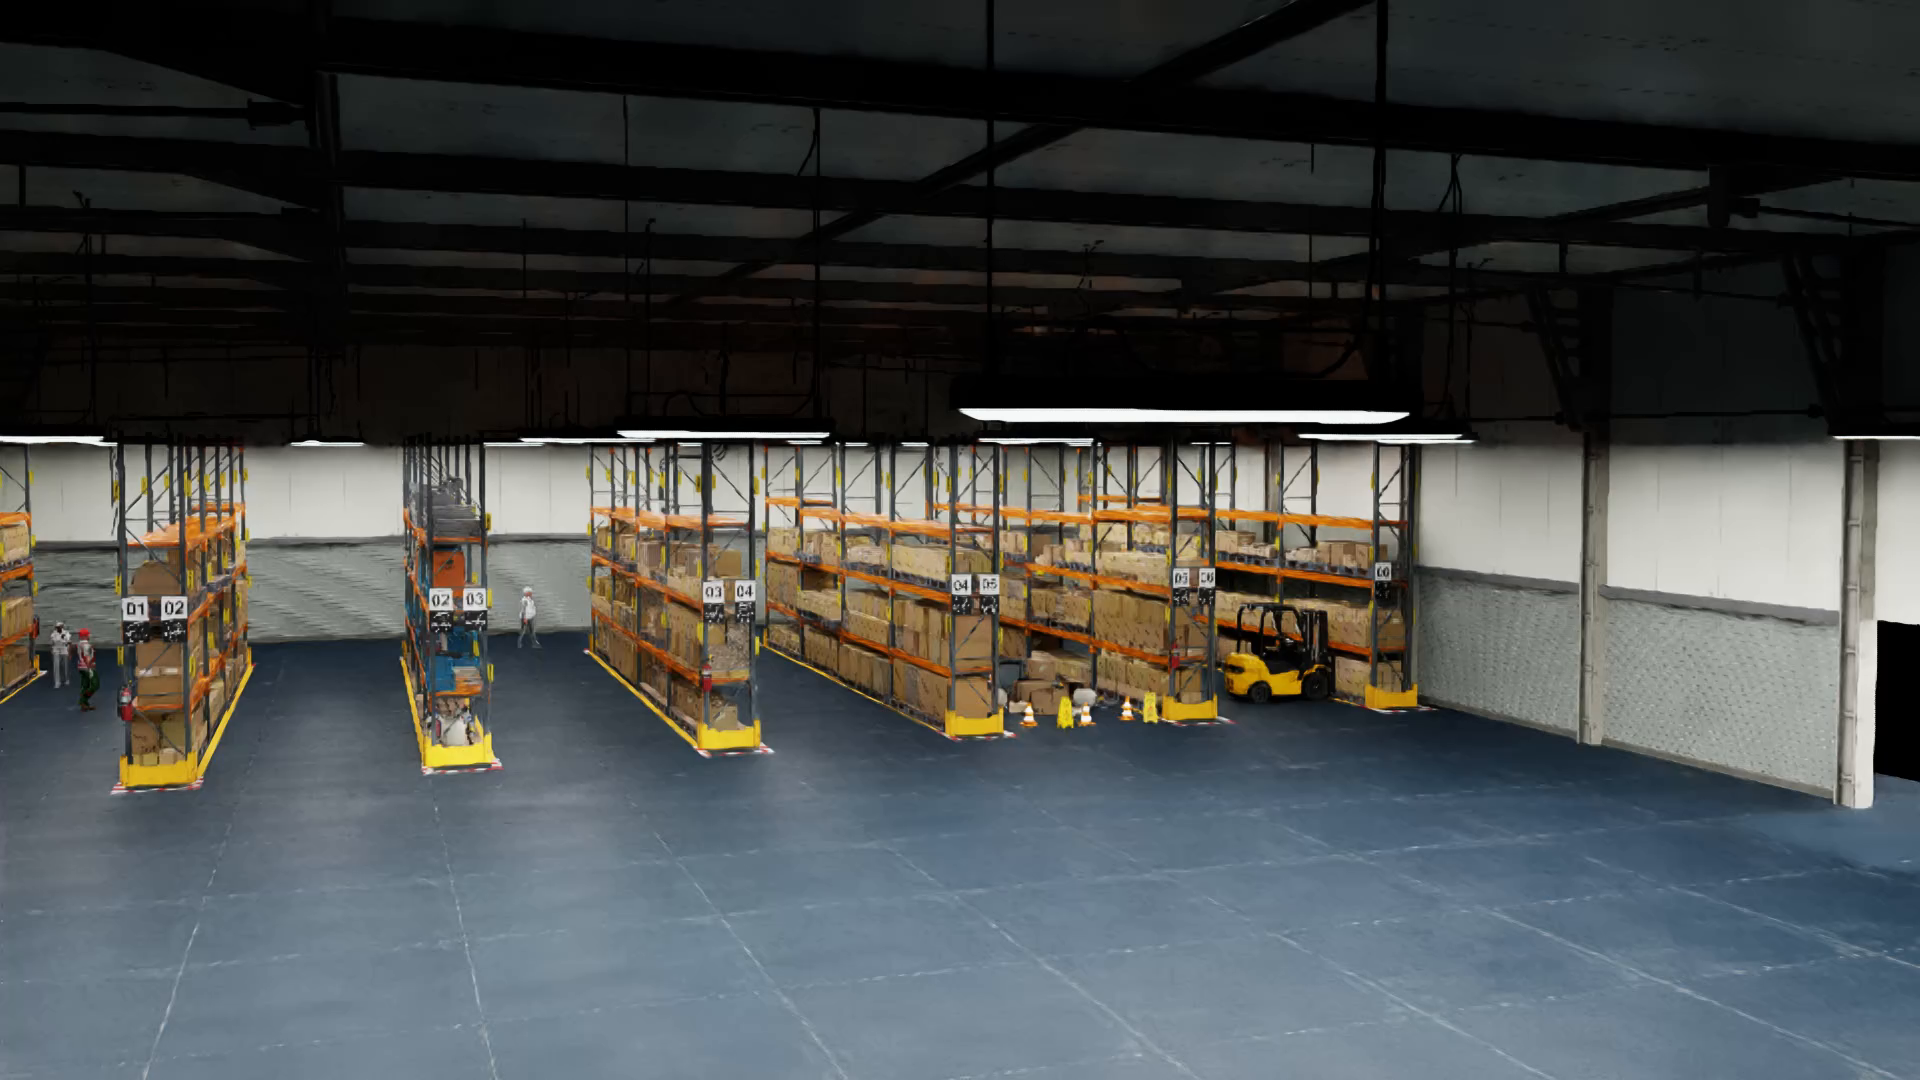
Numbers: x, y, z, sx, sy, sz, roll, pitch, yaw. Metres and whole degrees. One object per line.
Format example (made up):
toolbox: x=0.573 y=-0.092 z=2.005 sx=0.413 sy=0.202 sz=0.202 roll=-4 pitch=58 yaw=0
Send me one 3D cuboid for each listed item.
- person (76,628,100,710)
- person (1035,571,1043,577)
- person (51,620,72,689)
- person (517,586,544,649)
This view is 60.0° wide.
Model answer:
person: x=-19.047 y=2.820 z=36.226 sx=0.598 sy=1.786 sz=0.443 roll=3 pitch=4 yaw=43
person: x=2.671 y=1.868 z=53.928 sx=0.594 sy=1.762 sz=0.614 roll=2 pitch=4 yaw=37
person: x=-21.433 y=2.709 z=39.684 sx=0.463 sy=1.614 sz=0.998 roll=-1 pitch=3 yaw=-21
person: x=-12.302 y=2.200 z=47.425 sx=0.562 sy=1.765 sz=0.737 roll=1 pitch=3 yaw=16
